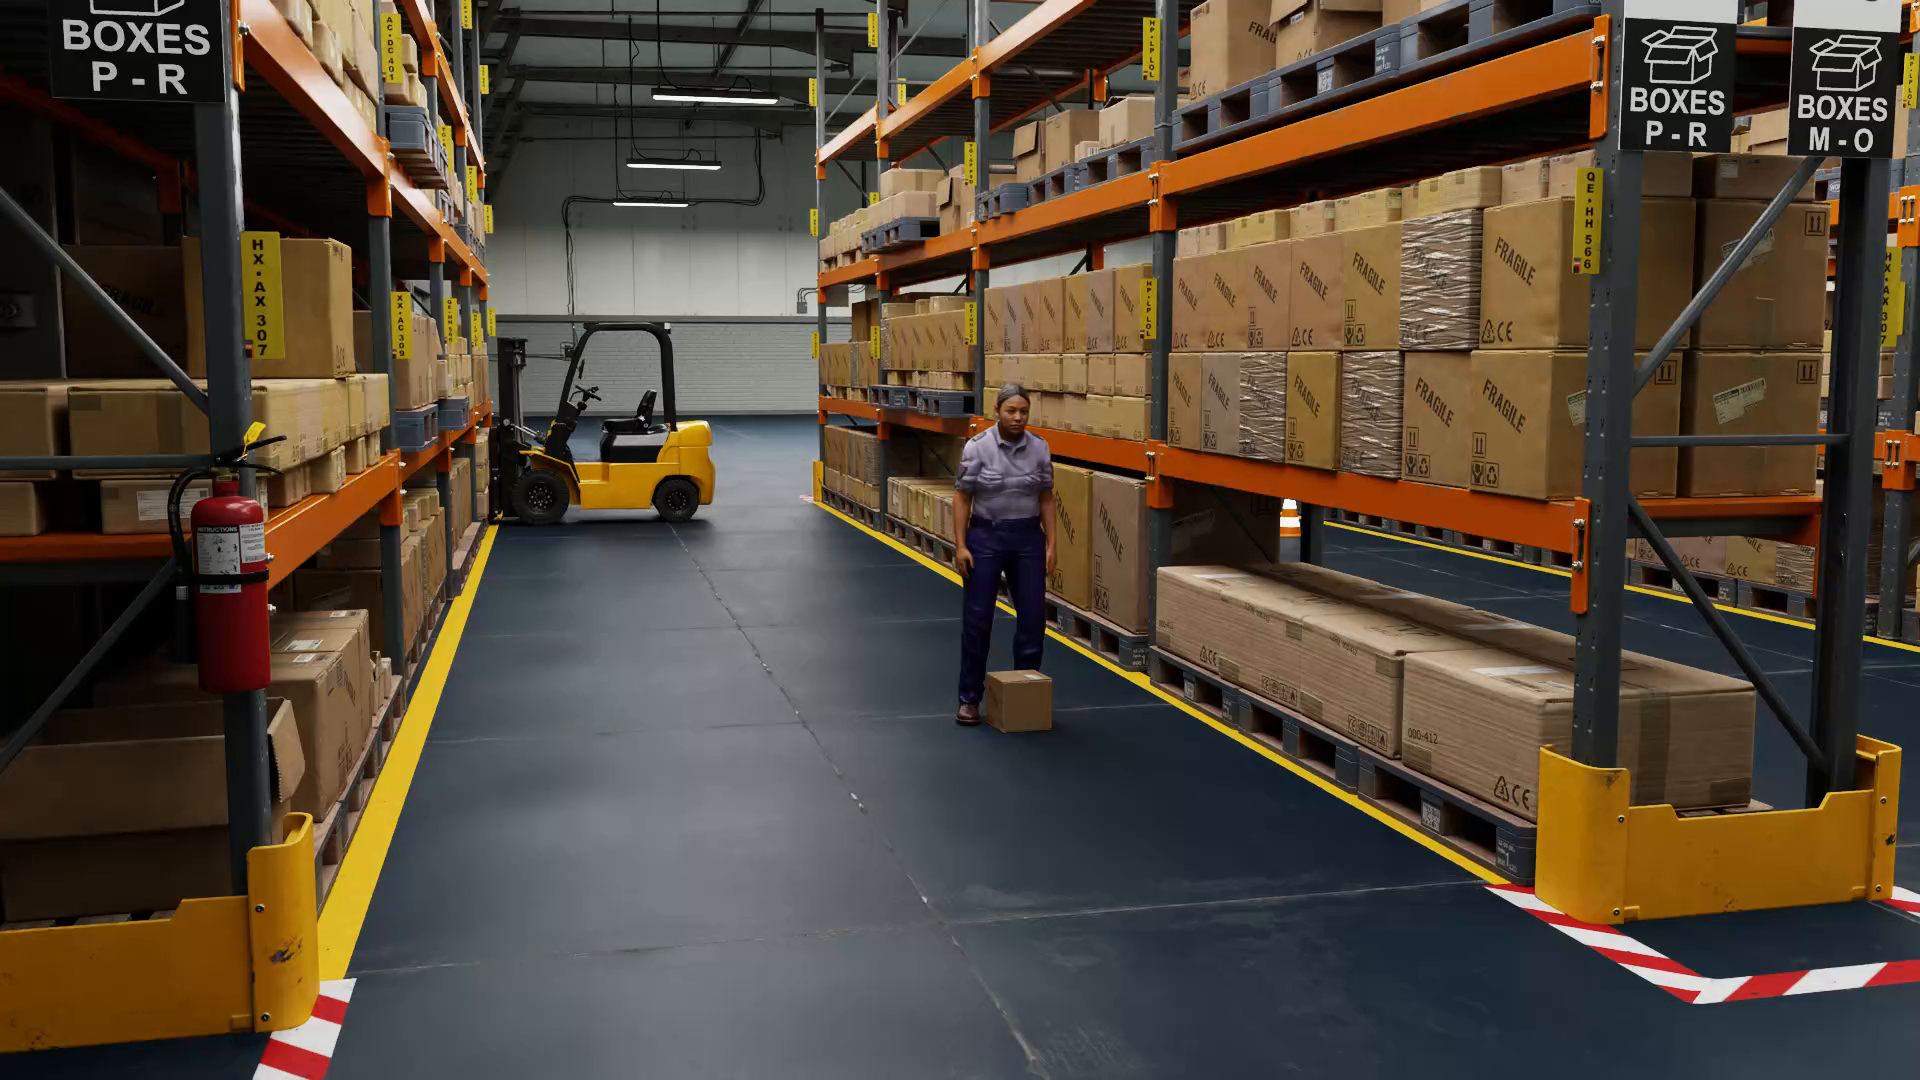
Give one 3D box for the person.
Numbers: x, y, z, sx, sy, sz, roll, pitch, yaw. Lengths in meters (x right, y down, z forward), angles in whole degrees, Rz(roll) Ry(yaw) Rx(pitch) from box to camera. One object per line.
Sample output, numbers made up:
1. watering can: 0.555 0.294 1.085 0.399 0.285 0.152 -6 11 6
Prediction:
1. person: 0.225 0.060 8.173 0.537 1.652 0.415 -1 6 -13
